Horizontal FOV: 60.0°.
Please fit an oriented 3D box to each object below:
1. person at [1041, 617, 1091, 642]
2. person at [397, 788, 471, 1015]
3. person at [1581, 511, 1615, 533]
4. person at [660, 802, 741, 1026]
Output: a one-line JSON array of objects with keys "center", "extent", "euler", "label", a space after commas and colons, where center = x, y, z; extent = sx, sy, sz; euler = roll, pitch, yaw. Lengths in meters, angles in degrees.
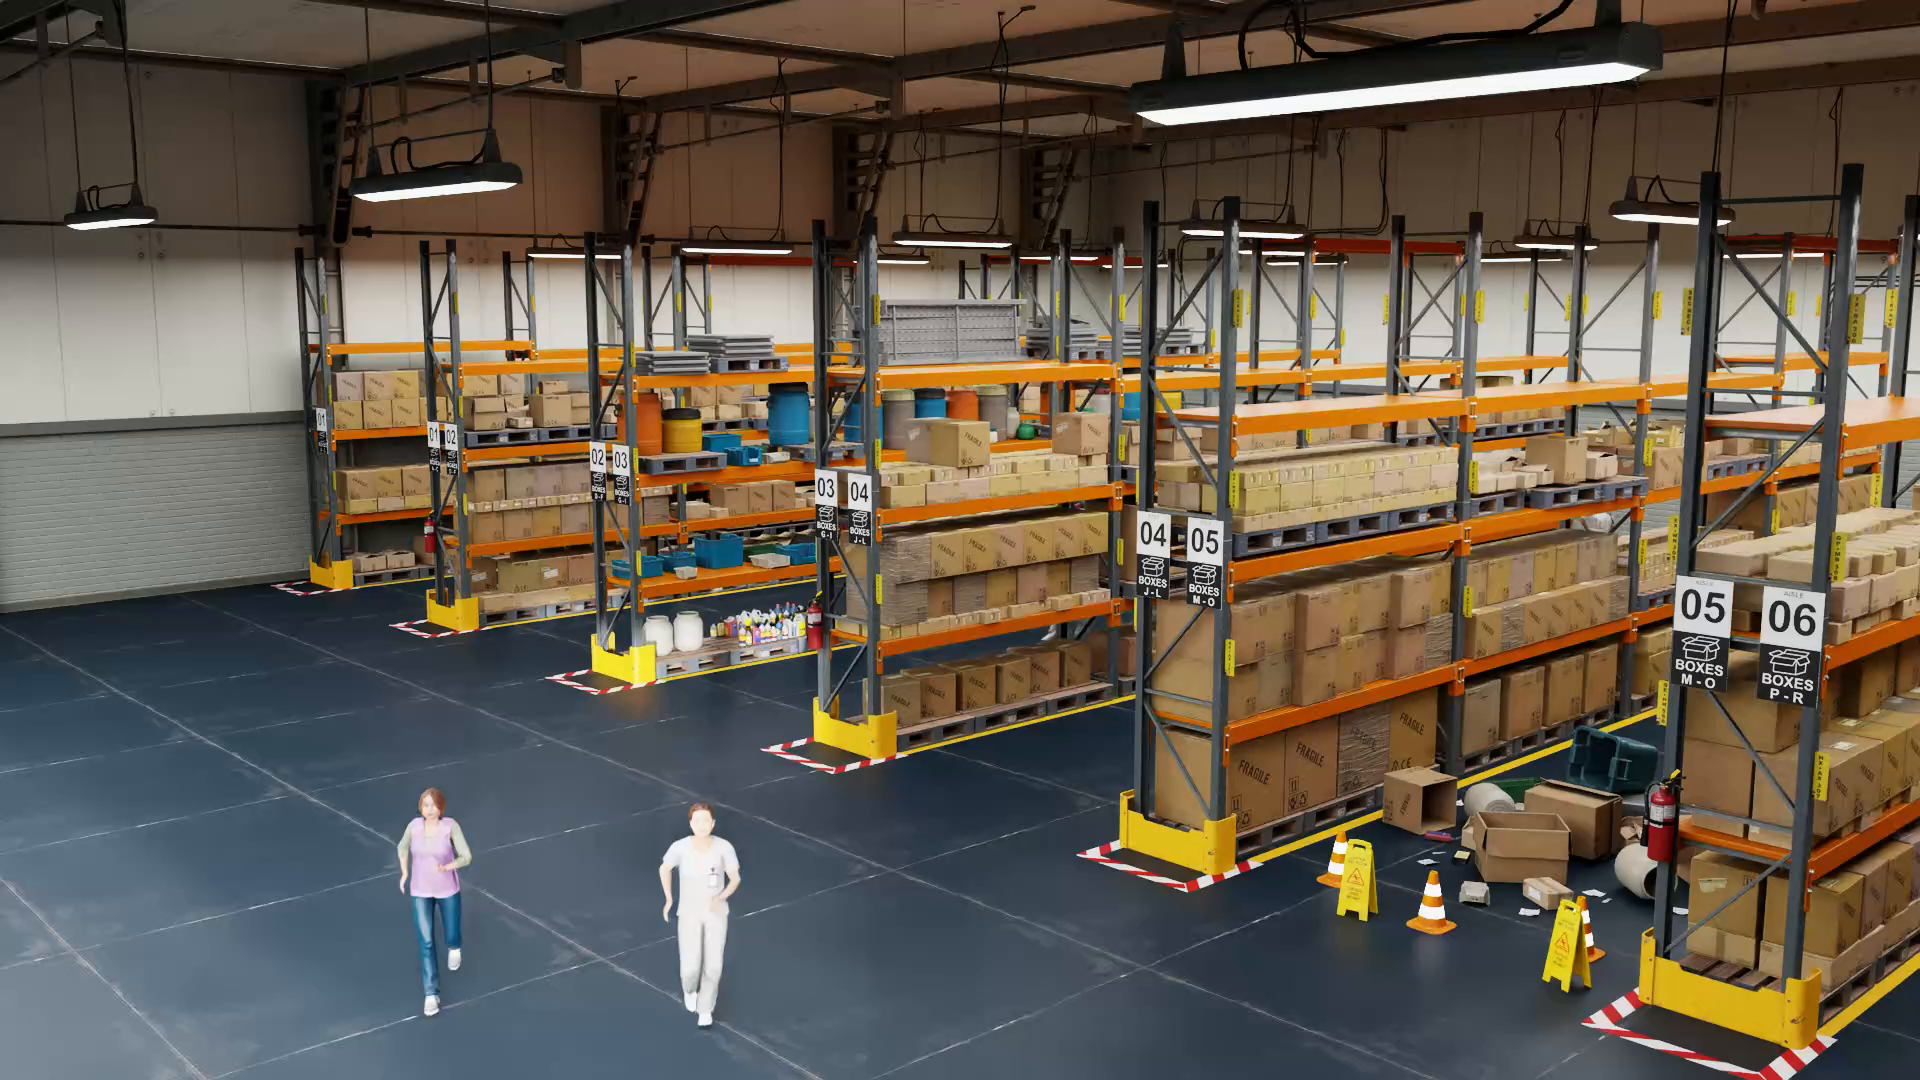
[{"center": [1.515, 0.538, 23.746], "extent": [0.882, 1.801, 0.722], "euler": [-8, 11, -42], "label": "person"}, {"center": [-3.868, 2.593, 12.249], "extent": [0.545, 1.575, 0.853], "euler": [-2, 9, -11], "label": "person"}, {"center": [11.474, -0.038, 29.898], "extent": [0.590, 1.708, 0.840], "euler": [-2, 9, -16], "label": "person"}, {"center": [-1.819, 2.655, 11.702], "extent": [0.565, 1.624, 0.552], "euler": [-1, 9, -10], "label": "person"}]
